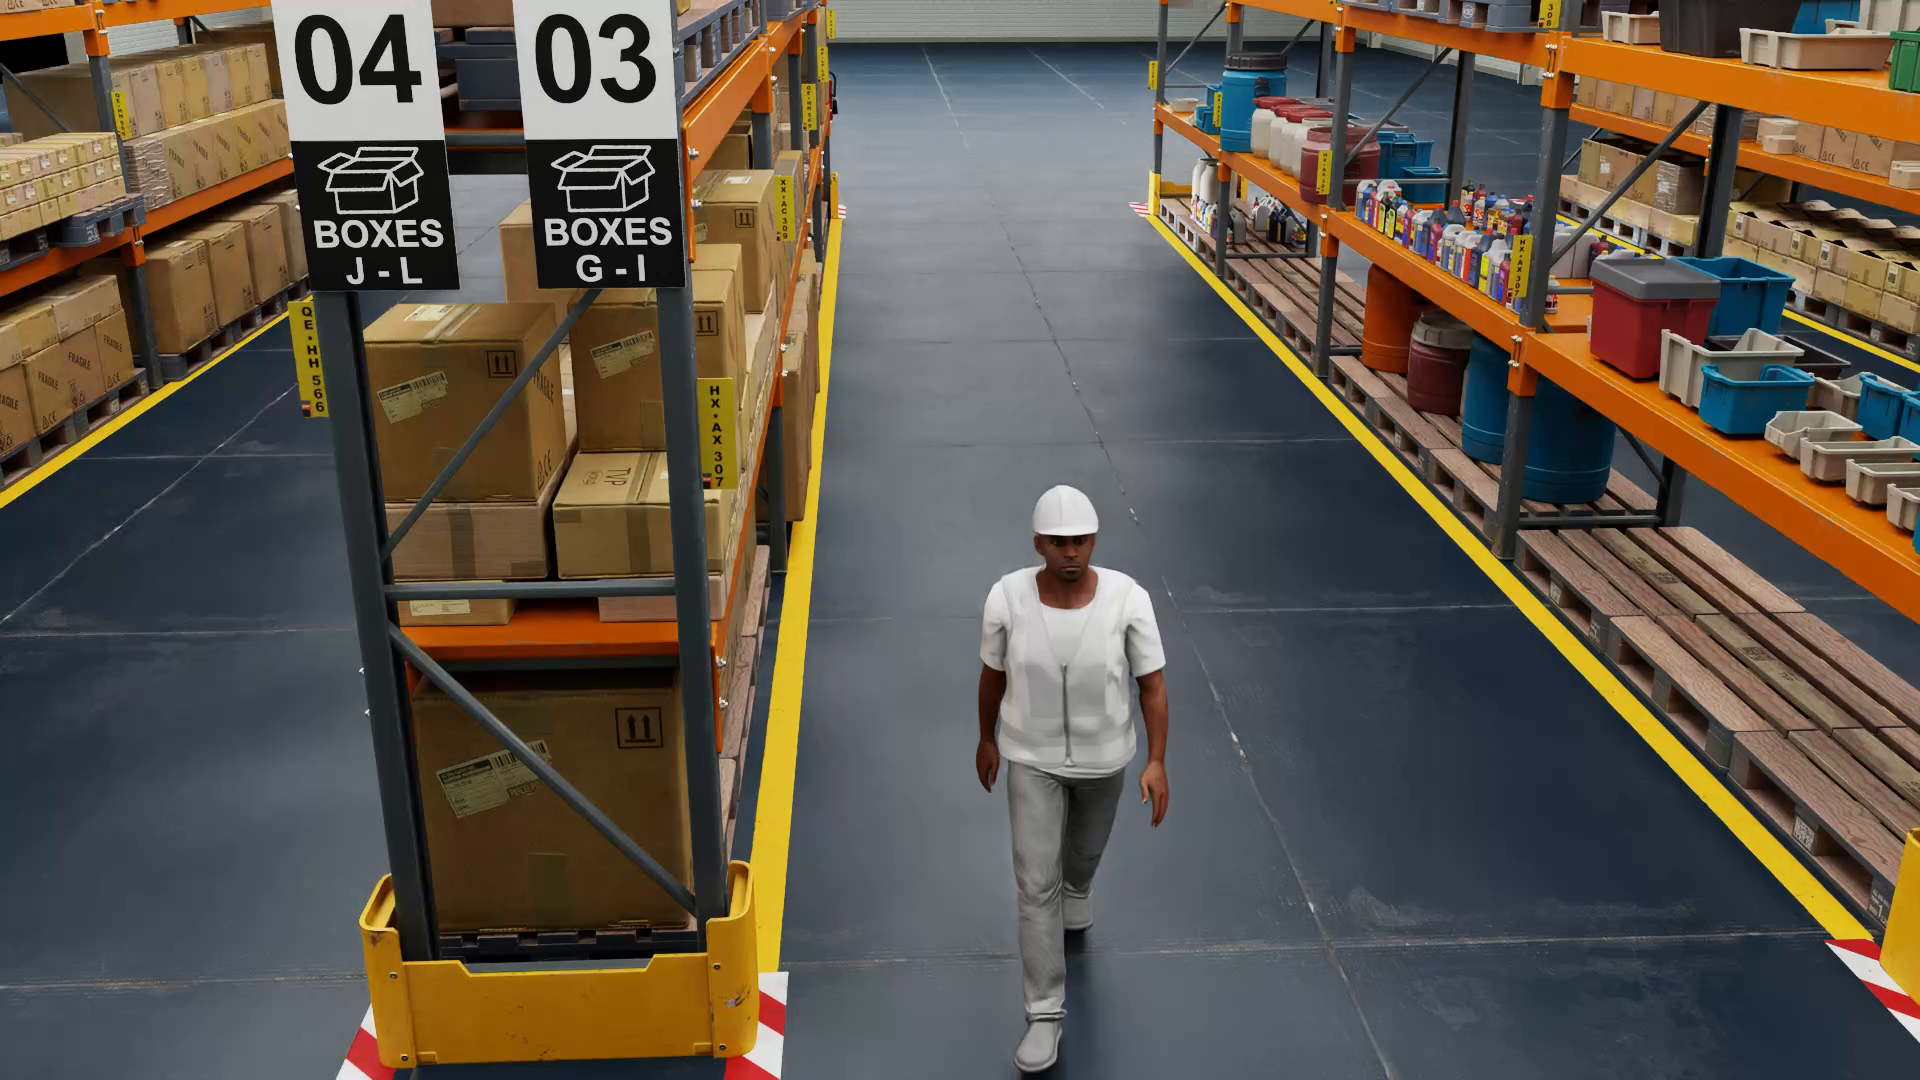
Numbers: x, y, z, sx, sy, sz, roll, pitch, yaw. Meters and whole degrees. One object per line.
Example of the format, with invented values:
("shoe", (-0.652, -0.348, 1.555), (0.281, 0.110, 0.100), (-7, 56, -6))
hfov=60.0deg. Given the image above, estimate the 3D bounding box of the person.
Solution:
("person", (0.348, 0.678, 5.213), (0.598, 1.722, 1.039), (0, 20, 0))
